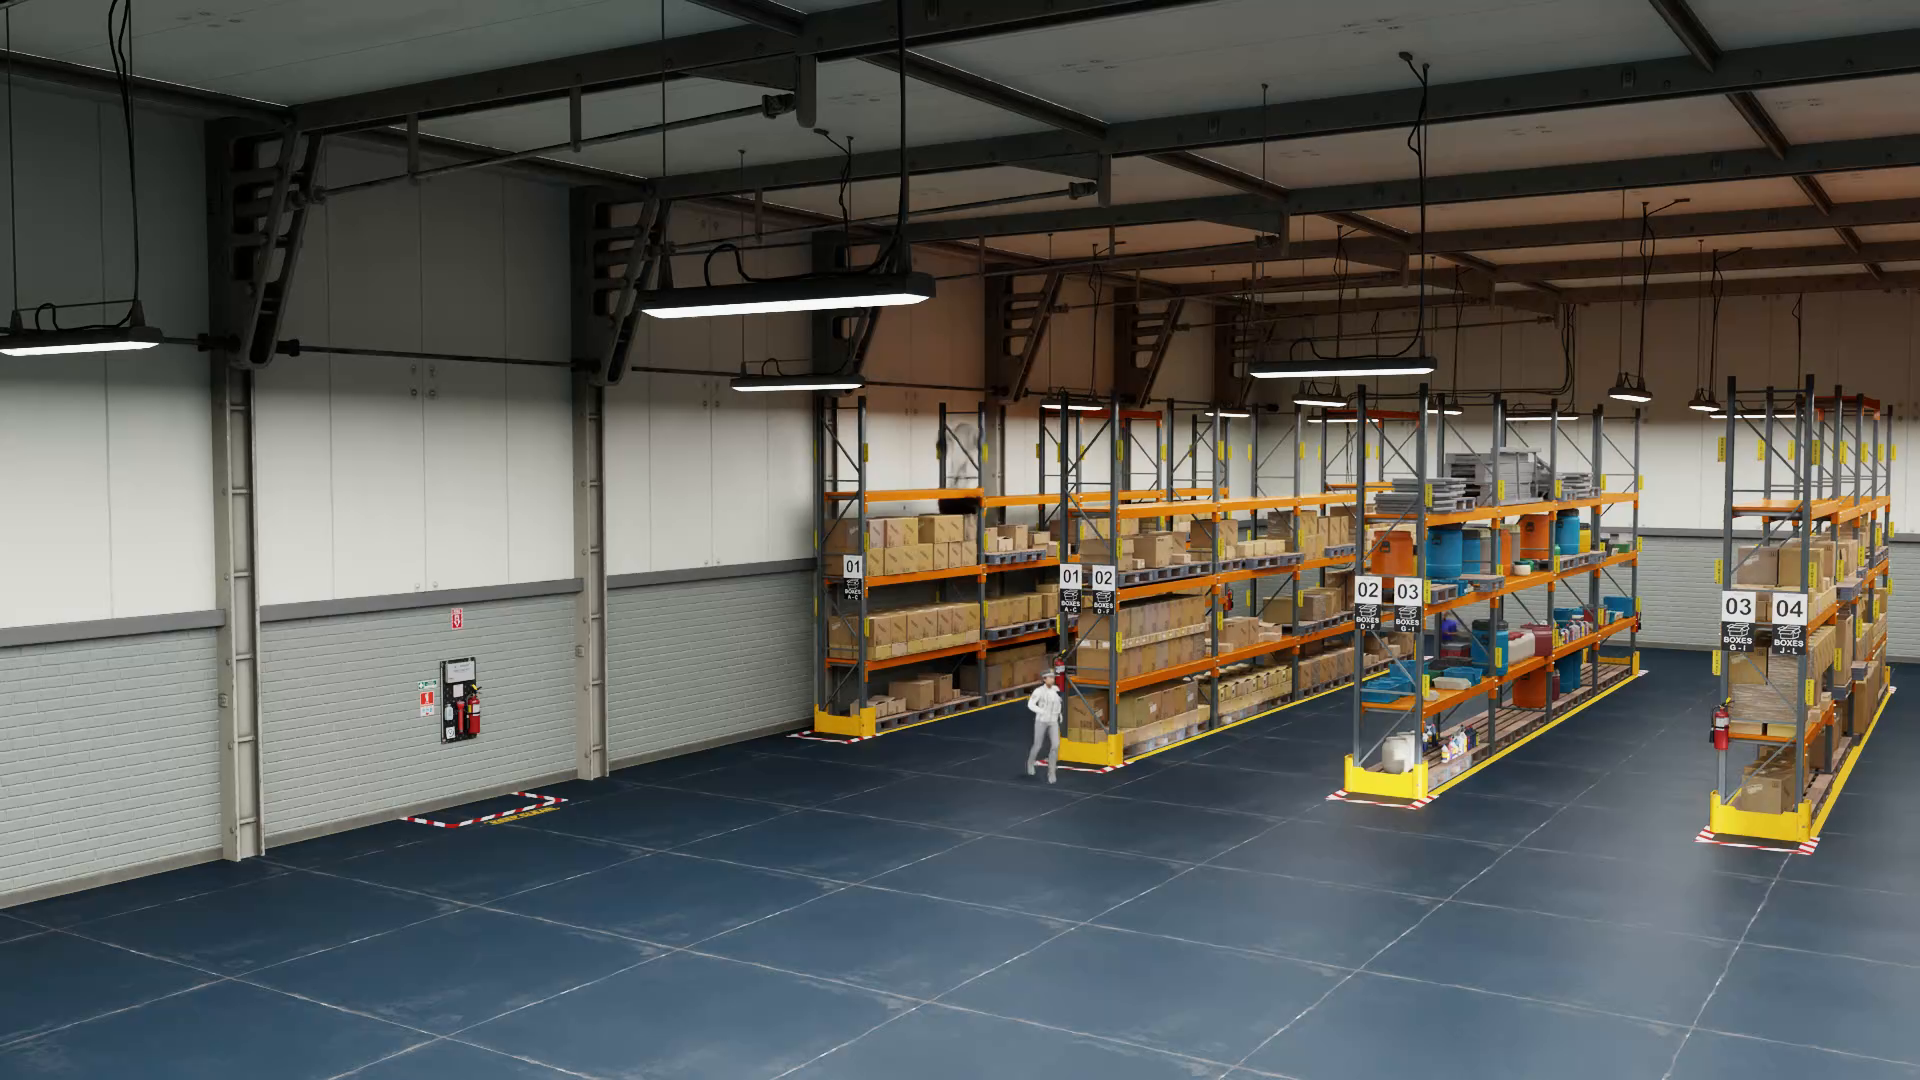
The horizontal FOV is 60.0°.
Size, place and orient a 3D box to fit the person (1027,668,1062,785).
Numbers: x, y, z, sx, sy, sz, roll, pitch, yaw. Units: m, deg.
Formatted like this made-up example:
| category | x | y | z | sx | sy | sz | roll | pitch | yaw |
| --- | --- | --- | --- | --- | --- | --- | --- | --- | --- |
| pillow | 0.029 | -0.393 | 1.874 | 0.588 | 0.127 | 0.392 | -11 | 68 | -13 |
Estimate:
| category | x | y | z | sx | sy | sz | roll | pitch | yaw |
| --- | --- | --- | --- | --- | --- | --- | --- | --- | --- |
| person | 1.303 | 2.819 | 25.466 | 0.597 | 1.723 | 0.843 | -1 | 3 | -20 |

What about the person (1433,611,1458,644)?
| category | x | y | z | sx | sy | sz | roll | pitch | yaw |
| --- | --- | --- | --- | --- | --- | --- | --- | --- | --- |
| person | 10.516 | 2.312 | 36.026 | 0.574 | 1.660 | 0.908 | 1 | 3 | 25 |
